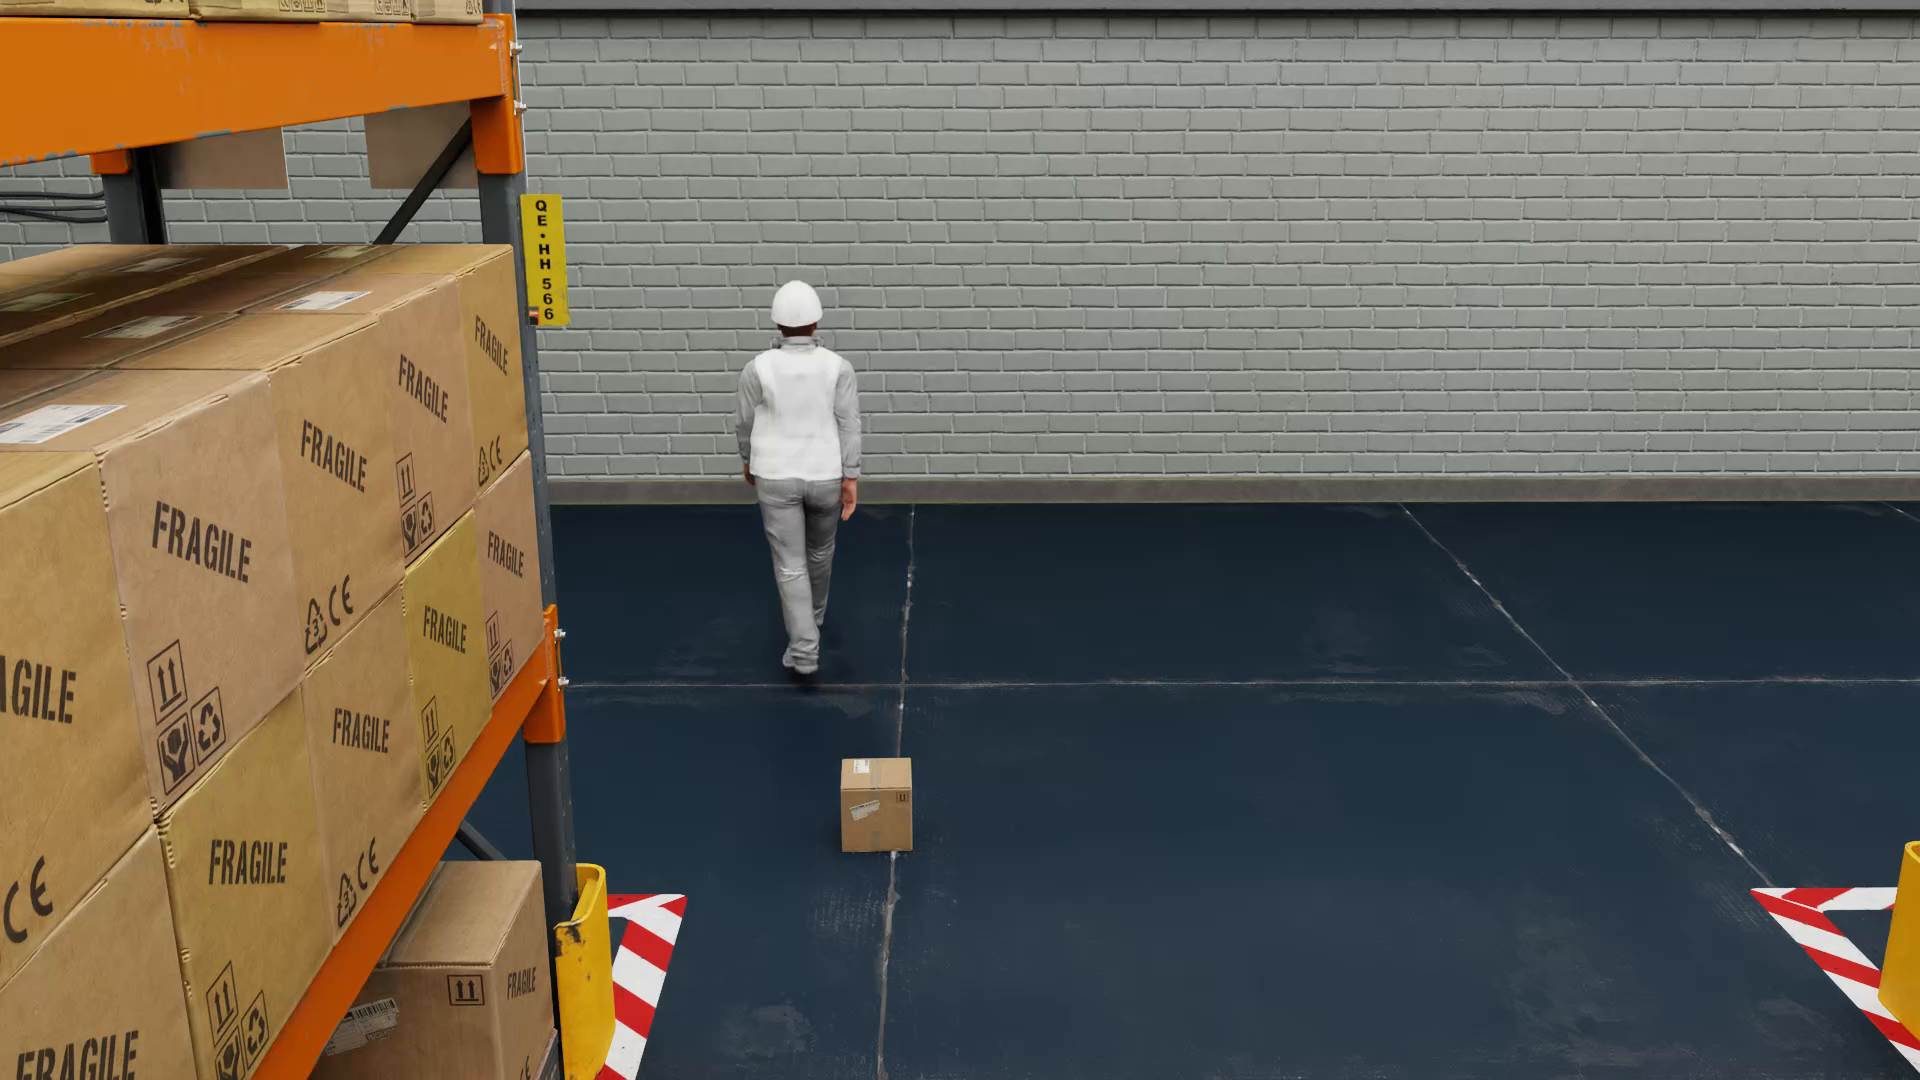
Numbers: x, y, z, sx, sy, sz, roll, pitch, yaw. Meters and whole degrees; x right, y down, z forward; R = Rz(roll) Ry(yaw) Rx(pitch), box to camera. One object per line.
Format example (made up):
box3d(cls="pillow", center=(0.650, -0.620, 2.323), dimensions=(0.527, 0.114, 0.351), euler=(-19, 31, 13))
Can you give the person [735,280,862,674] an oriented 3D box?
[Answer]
box3d(cls="person", center=(-0.742, -0.327, 7.556), dimensions=(0.549, 1.719, 1.058), euler=(-4, 18, -14))
